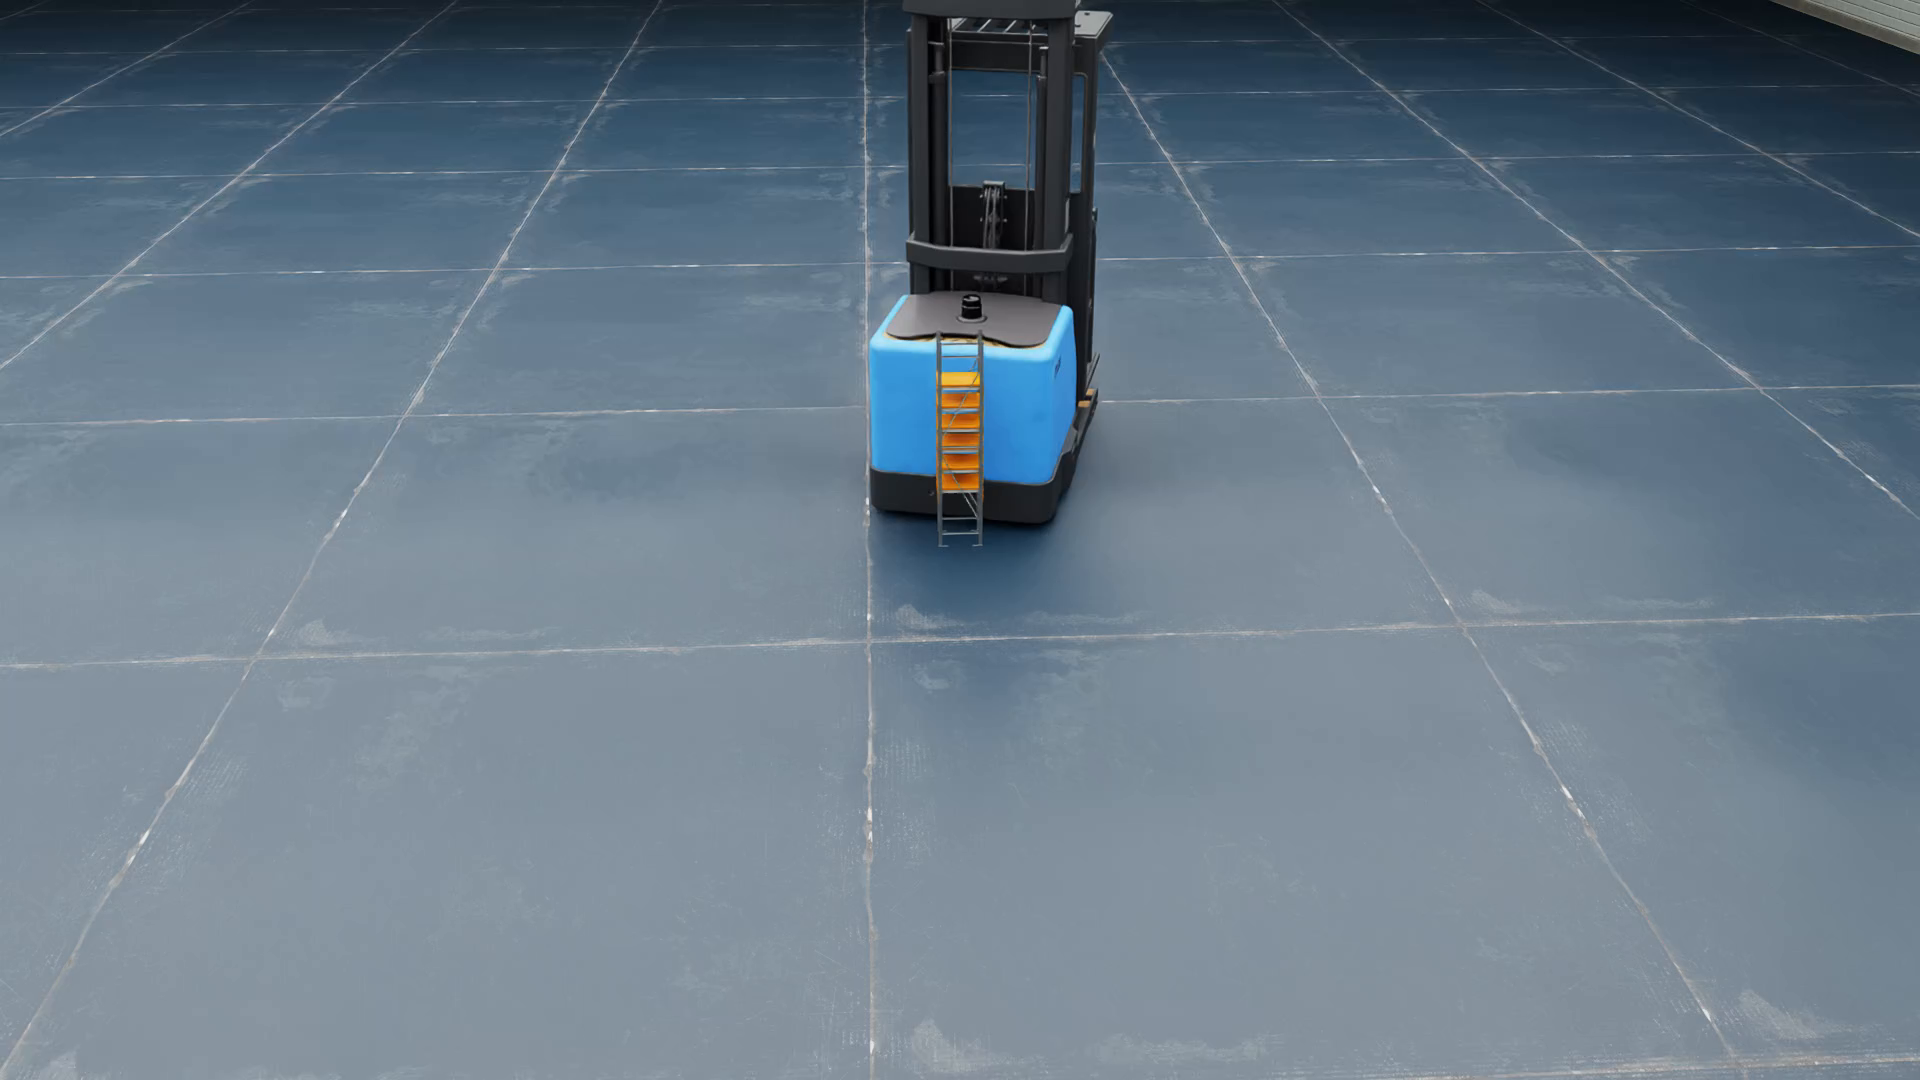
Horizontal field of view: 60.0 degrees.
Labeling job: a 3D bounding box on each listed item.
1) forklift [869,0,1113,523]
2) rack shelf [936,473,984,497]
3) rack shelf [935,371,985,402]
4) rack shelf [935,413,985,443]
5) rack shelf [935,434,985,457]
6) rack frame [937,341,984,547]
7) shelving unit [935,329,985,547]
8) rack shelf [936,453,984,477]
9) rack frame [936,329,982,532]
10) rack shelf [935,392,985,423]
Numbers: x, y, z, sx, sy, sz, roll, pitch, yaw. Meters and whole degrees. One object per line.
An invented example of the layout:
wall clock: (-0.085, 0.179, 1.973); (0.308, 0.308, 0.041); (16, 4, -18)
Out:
forklift: (0.288, -2.054, 10.018); (1.130, 2.935, 3.031); (5, 28, 10)
rack shelf: (-0.001, -0.286, 9.116); (0.258, 0.103, 0.180); (-1, 28, -2)
rack shelf: (-0.001, -0.818, 8.839); (0.258, 0.103, 0.180); (-1, 28, -2)
rack shelf: (-0.001, -0.605, 8.950); (0.258, 0.103, 0.180); (-1, 28, -2)
rack shelf: (-0.001, -0.499, 9.005); (0.258, 0.103, 0.180); (-1, 28, -2)
rack frame: (0.003, -0.496, 8.903); (0.240, 1.200, 0.006); (-1, 28, -2)
shelving unit: (-0.001, -0.538, 8.985); (0.258, 1.200, 0.189); (-1, 28, -2)
rack shelf: (-0.001, -0.393, 9.061); (0.258, 0.103, 0.180); (-1, 28, -2)
rack frame: (-0.005, -0.581, 9.066); (0.240, 1.200, 0.006); (-1, 28, -2)
rack shelf: (-0.001, -0.712, 8.894); (0.258, 0.103, 0.180); (-1, 28, -2)
